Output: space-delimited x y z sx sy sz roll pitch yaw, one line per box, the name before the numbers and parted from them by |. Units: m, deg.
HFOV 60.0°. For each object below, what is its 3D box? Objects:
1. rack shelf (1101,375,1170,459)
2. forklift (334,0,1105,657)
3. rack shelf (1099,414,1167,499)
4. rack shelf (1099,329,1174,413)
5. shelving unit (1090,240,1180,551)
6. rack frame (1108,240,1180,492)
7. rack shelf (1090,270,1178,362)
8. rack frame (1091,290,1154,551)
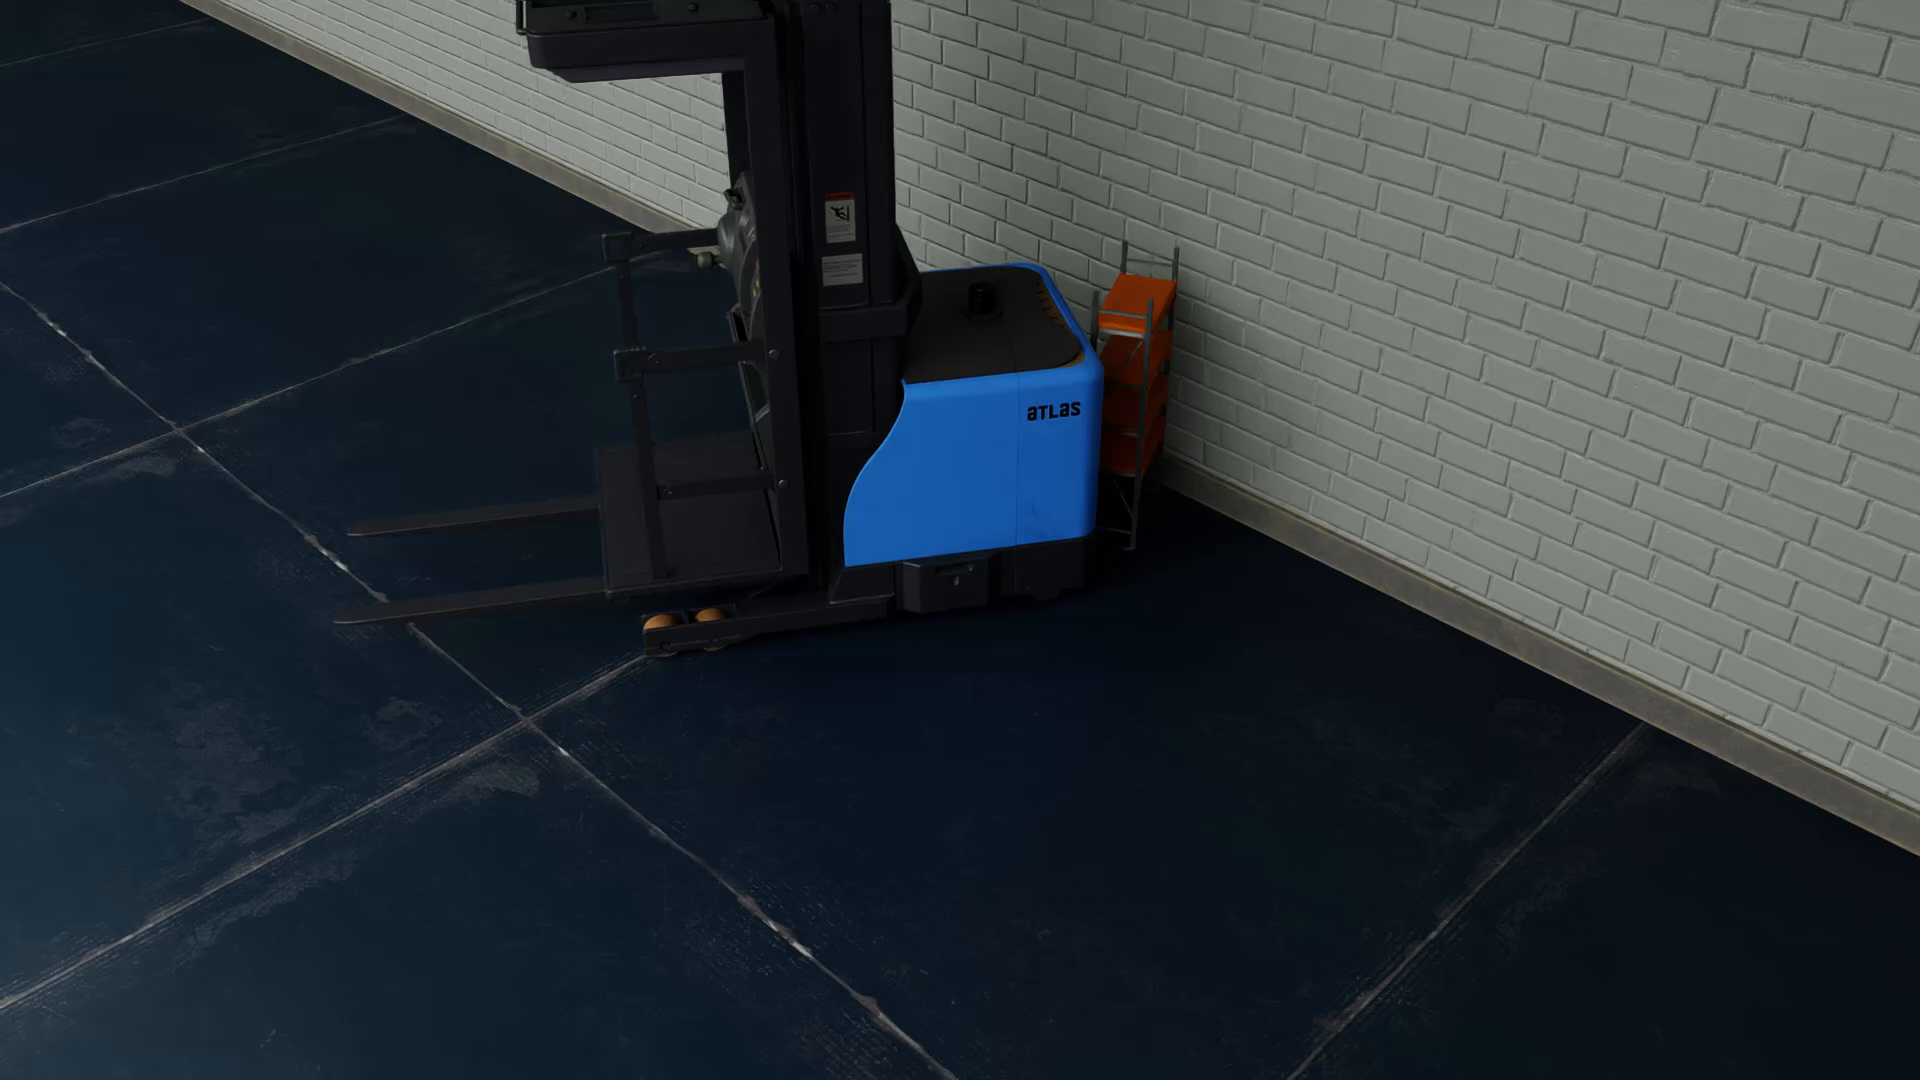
rack shelf | 0.718 -0.550 7.107 0.258 0.148 0.480 11 36 15
forklift | -1.003 -1.071 6.223 3.031 2.935 1.130 -7 36 -10
rack shelf | 0.718 -0.387 7.220 0.258 0.148 0.480 11 36 15
rack shelf | 0.718 -0.733 6.979 0.258 0.148 0.480 11 36 15
shelving unit | 0.718 -0.605 7.068 0.258 1.200 0.503 11 36 15
rack frame | 0.794 -0.738 7.259 0.240 1.200 0.015 11 36 15
rack shelf | 0.718 -0.927 6.844 0.258 0.148 0.480 11 36 15
rack frame | 0.643 -0.472 6.878 0.240 1.200 0.015 11 36 15
